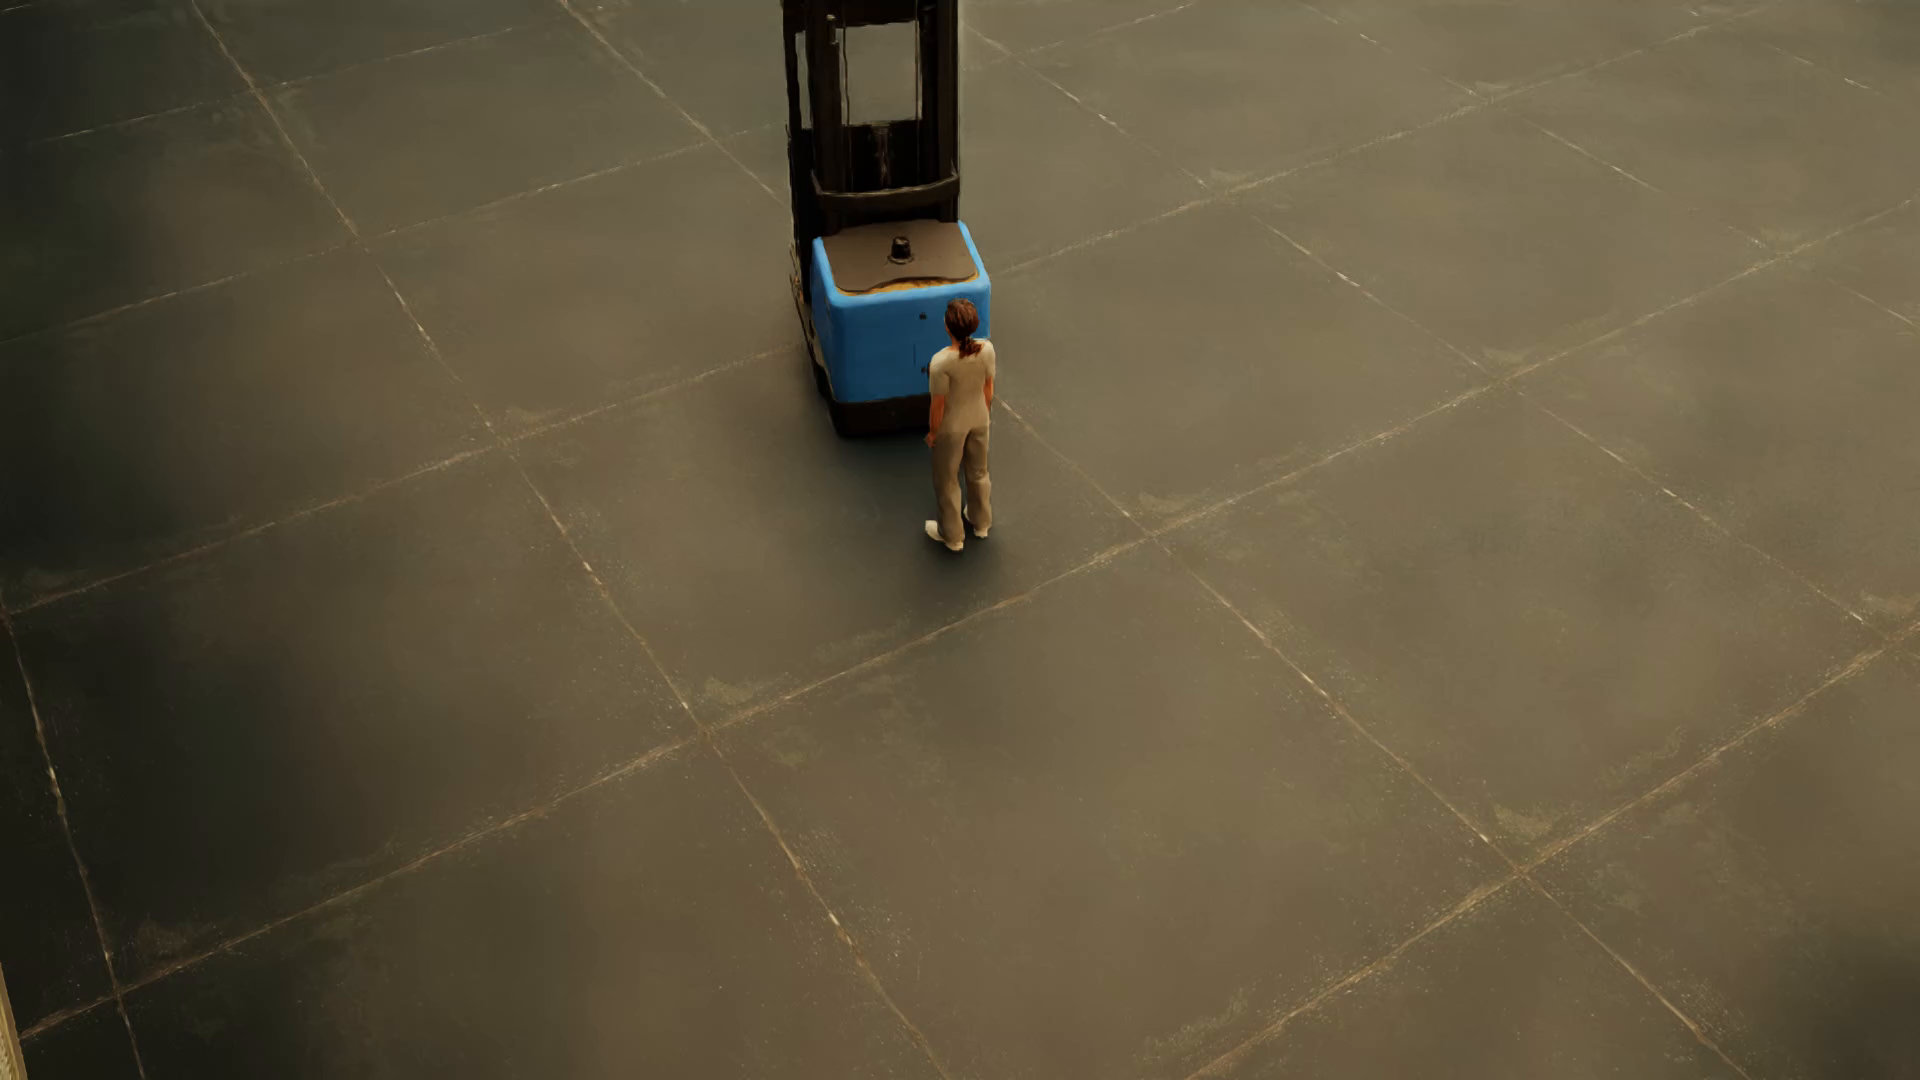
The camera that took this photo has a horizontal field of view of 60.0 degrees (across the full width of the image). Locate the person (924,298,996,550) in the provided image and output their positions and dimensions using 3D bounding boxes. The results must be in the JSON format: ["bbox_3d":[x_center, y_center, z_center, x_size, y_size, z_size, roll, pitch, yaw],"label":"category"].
[{"bbox_3d":[-0.006,-0.664,9.527,0.432,1.672,0.365,-23,46,-24],"label":"person"}]

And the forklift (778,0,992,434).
[{"bbox_3d":[-0.613,-2.770,11.041,1.130,2.935,3.031,-8,42,-9],"label":"forklift"}]
